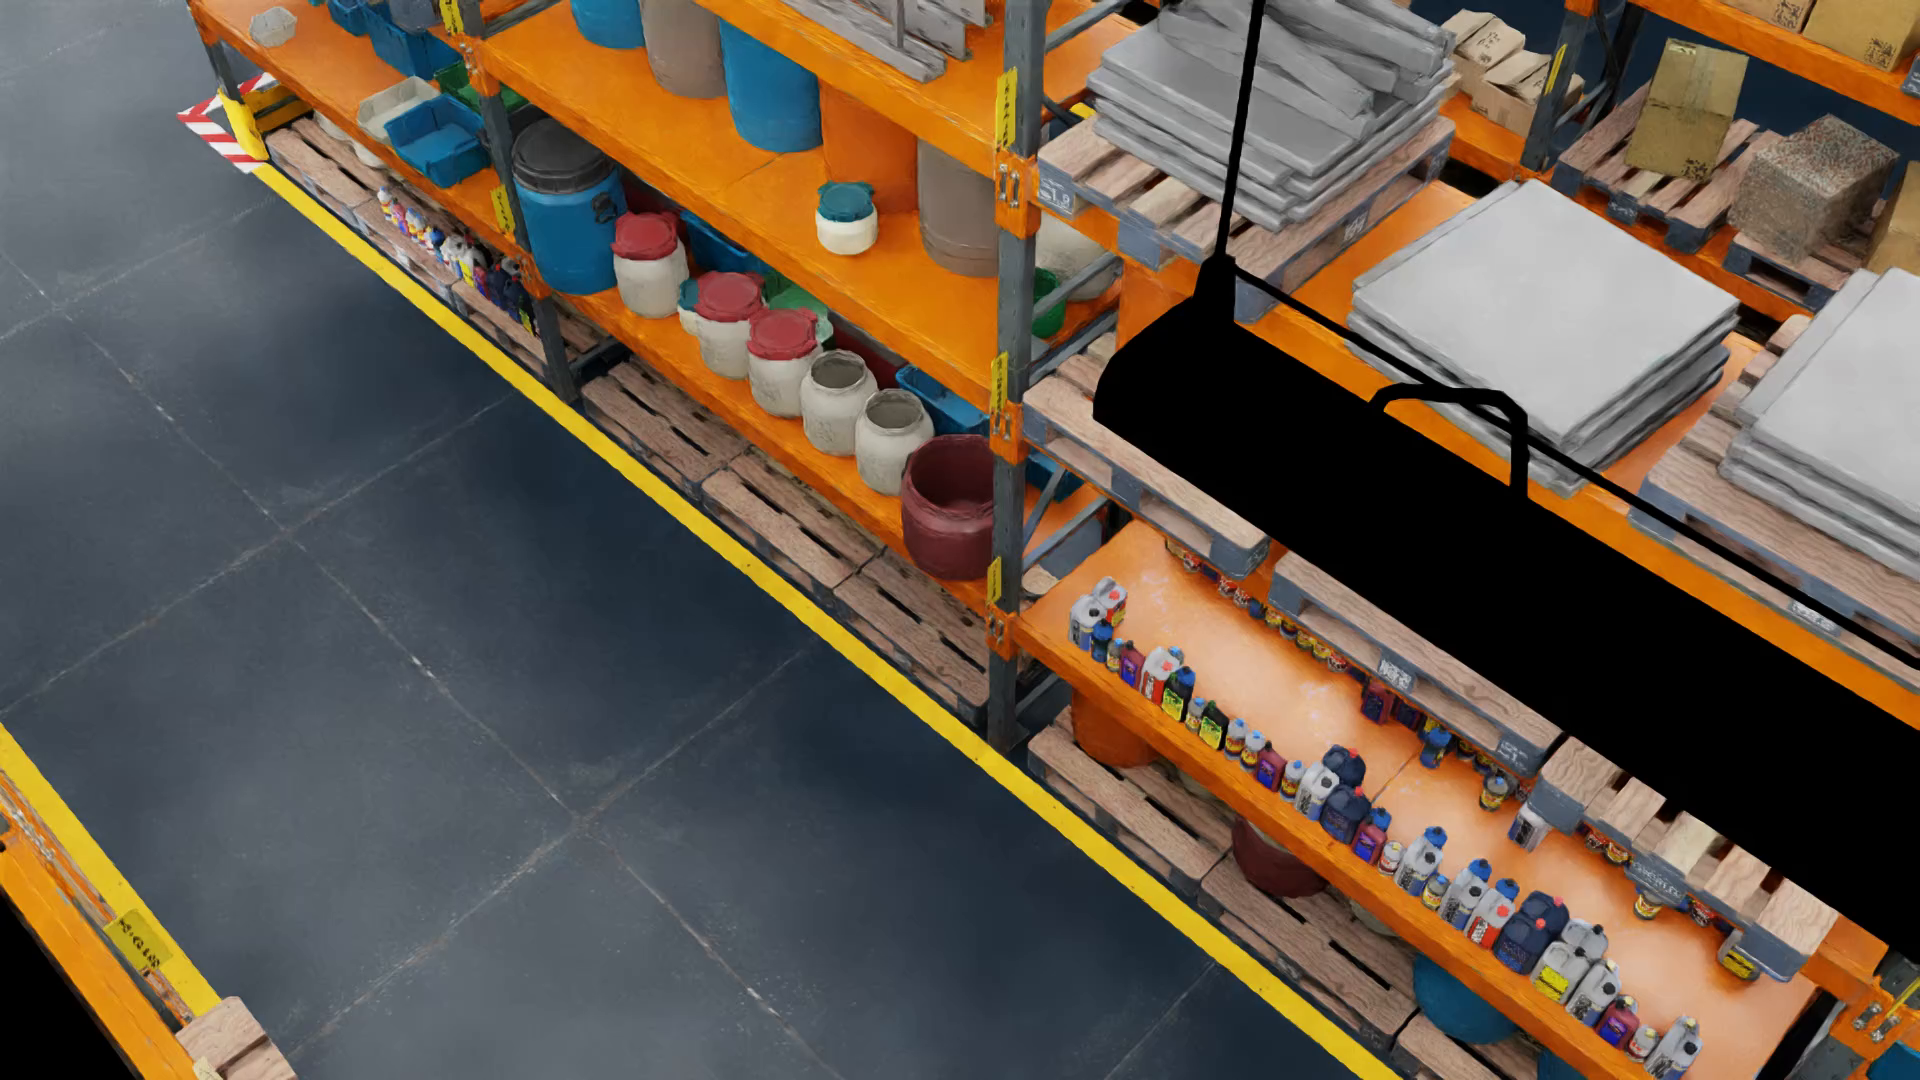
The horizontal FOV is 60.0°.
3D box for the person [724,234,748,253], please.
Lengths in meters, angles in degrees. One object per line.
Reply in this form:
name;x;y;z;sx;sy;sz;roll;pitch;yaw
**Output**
person;-1.301;-1.557;10.397;0.497;1.593;0.441;21;53;16
